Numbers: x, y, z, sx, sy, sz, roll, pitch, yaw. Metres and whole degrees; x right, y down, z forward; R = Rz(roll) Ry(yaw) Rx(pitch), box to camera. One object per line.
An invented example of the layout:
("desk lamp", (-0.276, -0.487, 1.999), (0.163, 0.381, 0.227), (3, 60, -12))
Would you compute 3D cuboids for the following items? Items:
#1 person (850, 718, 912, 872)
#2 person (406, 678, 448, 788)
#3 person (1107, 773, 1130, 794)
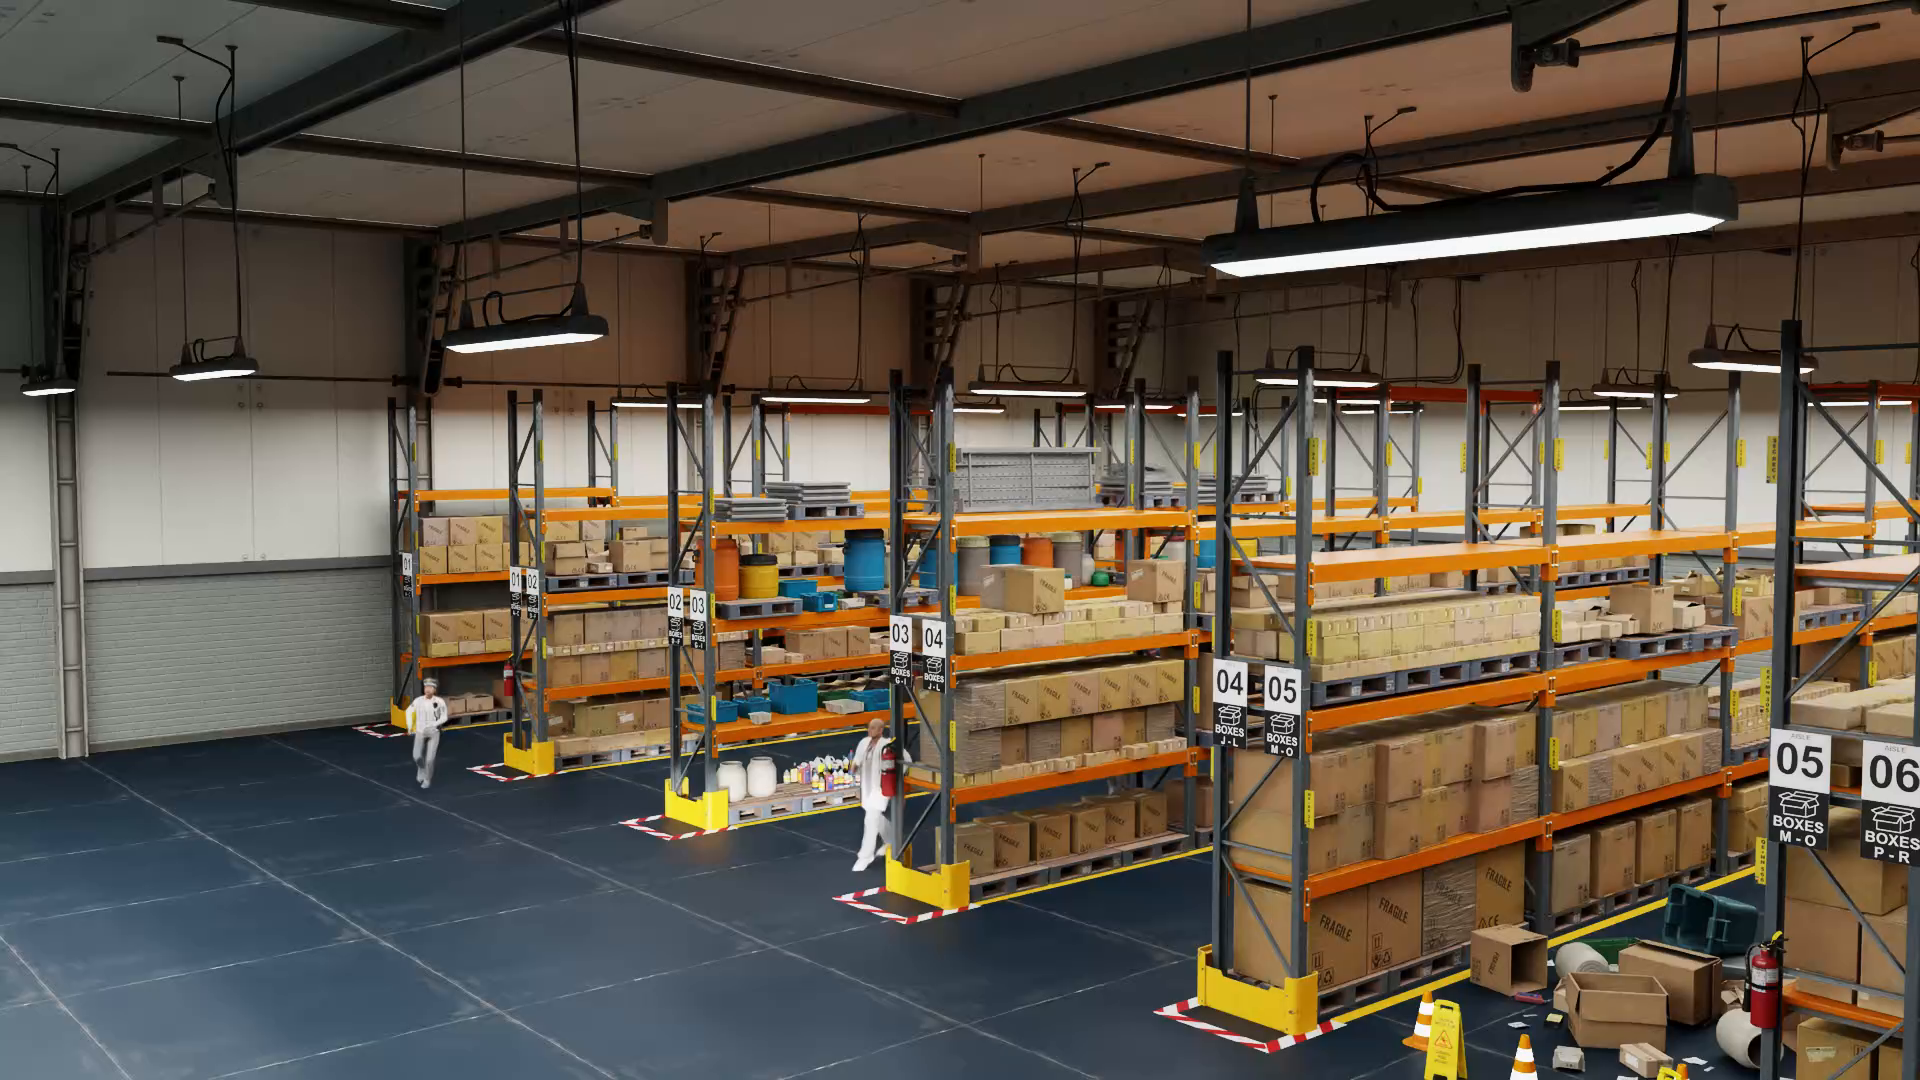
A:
("person", (-0.991, 3.088, 20.363), (0.727, 1.841, 0.911), (3, 4, 41))
("person", (-7.985, 2.888, 24.881), (0.629, 1.646, 0.510), (-1, 3, -11))
("person", (2.276, 2.958, 24.044), (0.519, 1.585, 0.625), (2, 4, 34))
